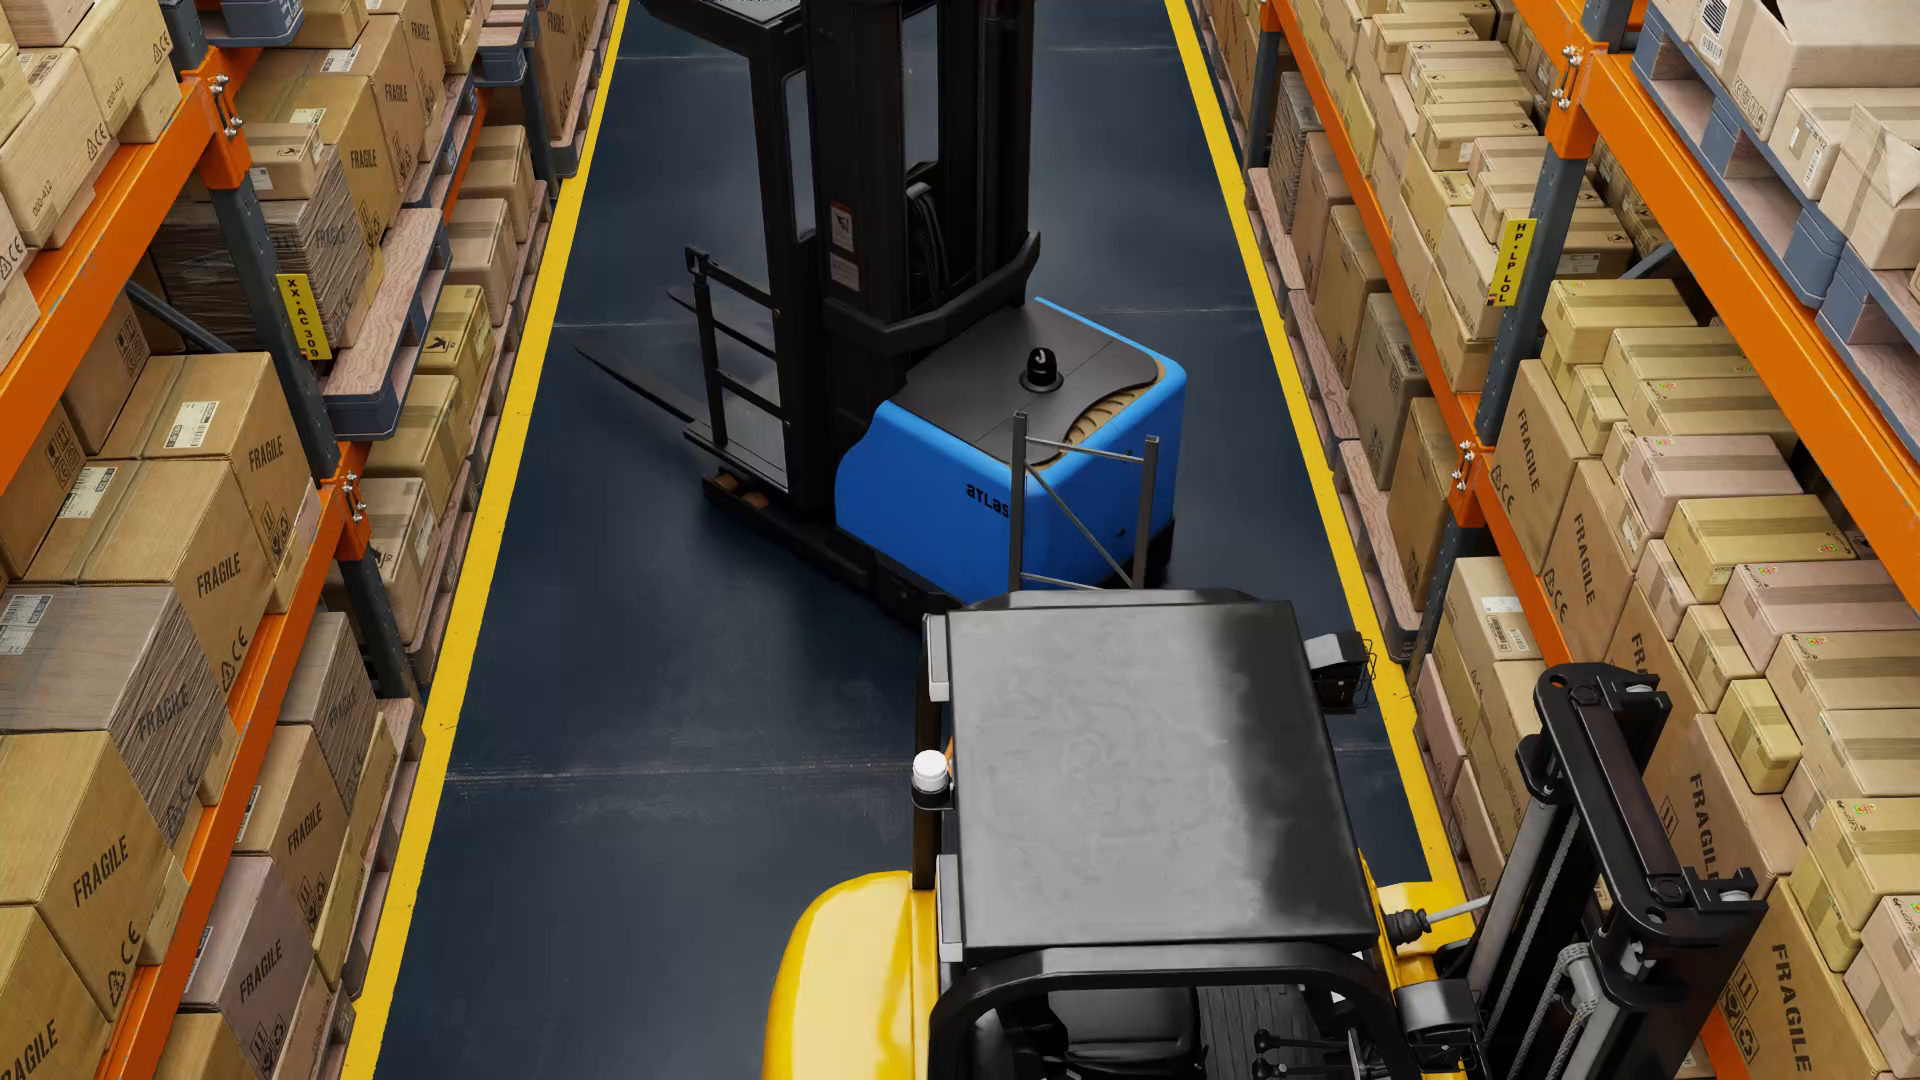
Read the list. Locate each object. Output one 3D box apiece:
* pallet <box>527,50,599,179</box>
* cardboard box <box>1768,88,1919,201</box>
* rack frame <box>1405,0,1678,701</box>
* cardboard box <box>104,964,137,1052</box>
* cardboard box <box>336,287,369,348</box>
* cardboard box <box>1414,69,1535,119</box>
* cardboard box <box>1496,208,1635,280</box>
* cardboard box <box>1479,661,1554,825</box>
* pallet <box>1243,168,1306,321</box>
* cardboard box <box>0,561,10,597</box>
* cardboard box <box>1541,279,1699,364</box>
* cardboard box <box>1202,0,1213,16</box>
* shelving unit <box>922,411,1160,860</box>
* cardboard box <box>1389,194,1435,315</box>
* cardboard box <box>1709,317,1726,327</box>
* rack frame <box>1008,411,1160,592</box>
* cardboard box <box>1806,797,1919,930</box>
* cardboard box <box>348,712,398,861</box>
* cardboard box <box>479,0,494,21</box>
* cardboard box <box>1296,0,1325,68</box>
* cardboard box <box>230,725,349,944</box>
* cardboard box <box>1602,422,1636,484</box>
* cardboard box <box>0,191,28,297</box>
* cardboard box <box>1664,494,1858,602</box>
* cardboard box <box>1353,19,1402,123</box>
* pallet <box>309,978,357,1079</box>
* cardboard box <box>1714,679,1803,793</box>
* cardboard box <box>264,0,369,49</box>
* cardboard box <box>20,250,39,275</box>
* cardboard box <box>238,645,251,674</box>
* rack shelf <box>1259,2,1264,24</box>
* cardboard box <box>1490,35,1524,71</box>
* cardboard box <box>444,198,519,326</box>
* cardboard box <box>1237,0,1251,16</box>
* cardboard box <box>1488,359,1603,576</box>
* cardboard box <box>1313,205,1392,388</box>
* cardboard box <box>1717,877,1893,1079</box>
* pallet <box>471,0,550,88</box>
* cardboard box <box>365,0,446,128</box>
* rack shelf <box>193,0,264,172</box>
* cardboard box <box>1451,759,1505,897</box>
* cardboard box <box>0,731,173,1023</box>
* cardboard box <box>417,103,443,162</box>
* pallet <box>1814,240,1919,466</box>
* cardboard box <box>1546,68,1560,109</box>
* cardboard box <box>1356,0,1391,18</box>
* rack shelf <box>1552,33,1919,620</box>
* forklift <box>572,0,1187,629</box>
[{"bbox_3d":[-2.768,-2.577,10.055,1.003,0.211,1.213,-2,43,-2],"label":"pallet"},{"bbox_3d":[2.067,-0.890,3.732,0.380,0.149,0.250,0,43,-1],"label":"cardboard box"},{"bbox_3d":[2.319,-0.515,5.742,1.000,3.000,0.127,-2,43,-2],"label":"rack frame"},{"bbox_3d":[-2.295,1.134,4.129,0.380,0.149,0.250,-3,43,-3],"label":"cardboard box"},{"bbox_3d":[-2.348,-0.815,5.944,0.380,0.149,0.250,-1,43,-1],"label":"cardboard box"},{"bbox_3d":[2.004,-1.708,6.490,0.380,0.149,0.250,-3,43,-3],"label":"cardboard box"},{"bbox_3d":[2.083,-1.016,5.734,0.380,0.149,0.250,0,43,0],"label":"cardboard box"},{"bbox_3d":[2.038,0.656,5.448,0.500,0.250,0.500,-2,43,-2],"label":"cardboard box"},{"bbox_3d":[2.145,-1.631,9.023,1.003,0.211,1.213,-2,43,-2],"label":"pallet"},{"bbox_3d":[-2.844,0.103,4.033,0.700,0.500,0.500,-3,43,-3],"label":"cardboard box"},{"bbox_3d":[2.036,-0.677,5.145,0.380,0.149,0.250,-1,43,-1],"label":"cardboard box"},{"bbox_3d":[1.840,-3.770,10.832,0.500,0.500,0.500,-3,43,-3],"label":"cardboard box"},{"bbox_3d":[0.280,0.494,5.751,0.587,1.500,1.083,11,44,12],"label":"shelving unit"},{"bbox_3d":[2.010,-1.132,6.526,0.500,0.250,0.500,-2,43,-2],"label":"cardboard box"},{"bbox_3d":[2.589,-0.582,5.260,0.380,0.149,0.250,-2,43,-2],"label":"cardboard box"},{"bbox_3d":[0.424,0.171,6.103,0.500,1.500,0.032,11,44,12],"label":"rack frame"},{"bbox_3d":[2.109,0.705,3.637,0.380,0.149,0.250,-1,43,-1],"label":"cardboard box"},{"bbox_3d":[-2.346,0.880,5.944,0.500,0.250,0.500,0,43,0],"label":"cardboard box"},{"bbox_3d":[-2.422,-2.571,7.860,0.380,0.149,0.250,-2,43,-2],"label":"cardboard box"},{"bbox_3d":[1.940,-2.514,8.034,0.500,0.250,0.500,-2,43,-3],"label":"cardboard box"},{"bbox_3d":[-2.323,0.947,5.316,0.500,0.500,0.500,-1,43,-1],"label":"cardboard box"},{"bbox_3d":[2.121,-0.219,4.864,0.380,0.149,0.250,-2,43,-2],"label":"cardboard box"},{"bbox_3d":[-2.322,-0.555,3.456,0.500,0.250,0.500,-2,43,-2],"label":"cardboard box"},{"bbox_3d":[2.104,0.020,4.384,0.380,0.149,0.250,-2,43,-2],"label":"cardboard box"},{"bbox_3d":[1.995,-2.002,7.105,0.500,0.250,0.500,-1,43,-1],"label":"cardboard box"},{"bbox_3d":[-2.521,1.935,5.132,1.003,0.211,1.213,-2,43,-2],"label":"pallet"},{"bbox_3d":[2.116,0.476,4.107,0.380,0.149,0.250,-2,43,-3],"label":"cardboard box"},{"bbox_3d":[-2.455,-1.969,6.243,0.380,0.149,0.250,1,43,1],"label":"cardboard box"},{"bbox_3d":[-2.400,-0.662,3.868,0.380,0.149,0.250,-3,43,-3],"label":"cardboard box"},{"bbox_3d":[-2.371,0.277,5.064,0.380,0.149,0.250,-1,43,-2],"label":"cardboard box"},{"bbox_3d":[2.064,-4.301,10.404,1.077,0.370,4.000,-2,43,-2],"label":"rack shelf"},{"bbox_3d":[2.502,-2.026,7.131,0.500,0.250,0.500,-2,43,-3],"label":"cardboard box"},{"bbox_3d":[-2.756,-1.377,8.316,0.950,0.372,0.625,-2,43,-3],"label":"cardboard box"},{"bbox_3d":[1.833,-3.198,9.728,0.380,0.149,0.250,-4,43,-4],"label":"cardboard box"},{"bbox_3d":[2.077,-0.245,5.373,0.500,0.500,0.500,-3,43,-3],"label":"cardboard box"},{"bbox_3d":[2.227,-1.178,7.912,0.875,0.625,0.625,-3,43,-4],"label":"cardboard box"},{"bbox_3d":[2.171,1.127,3.876,0.500,0.500,0.500,-2,43,-3],"label":"cardboard box"},{"bbox_3d":[-2.673,-2.522,8.073,1.213,0.211,1.003,-2,43,-2],"label":"pallet"},{"bbox_3d":[-2.435,-2.015,6.774,0.500,0.500,0.500,-3,43,-4],"label":"cardboard box"},{"bbox_3d":[-2.725,-2.561,6.287,1.077,0.370,4.000,-2,43,-2],"label":"rack shelf"},{"bbox_3d":[2.046,1.022,5.789,0.500,0.250,0.500,-3,43,-3],"label":"cardboard box"},{"bbox_3d":[-2.291,0.819,3.992,0.500,0.500,0.500,-2,43,-3],"label":"cardboard box"},{"bbox_3d":[-2.375,-1.696,6.905,0.380,0.149,0.250,0,43,0],"label":"cardboard box"},{"bbox_3d":[2.430,-0.192,3.235,1.003,0.211,1.213,-2,43,-2],"label":"pallet"},{"bbox_3d":[2.533,-1.727,6.510,0.380,0.149,0.250,-2,43,-2],"label":"cardboard box"},{"bbox_3d":[1.934,-2.397,7.241,0.380,0.149,0.250,-1,43,-1],"label":"cardboard box"},{"bbox_3d":[2.404,-0.006,3.499,1.077,0.370,4.000,-2,43,-2],"label":"rack shelf"},{"bbox_3d":[-0.530,-1.377,6.733,3.031,2.935,1.130,30,50,29],"label":"forklift"}]
